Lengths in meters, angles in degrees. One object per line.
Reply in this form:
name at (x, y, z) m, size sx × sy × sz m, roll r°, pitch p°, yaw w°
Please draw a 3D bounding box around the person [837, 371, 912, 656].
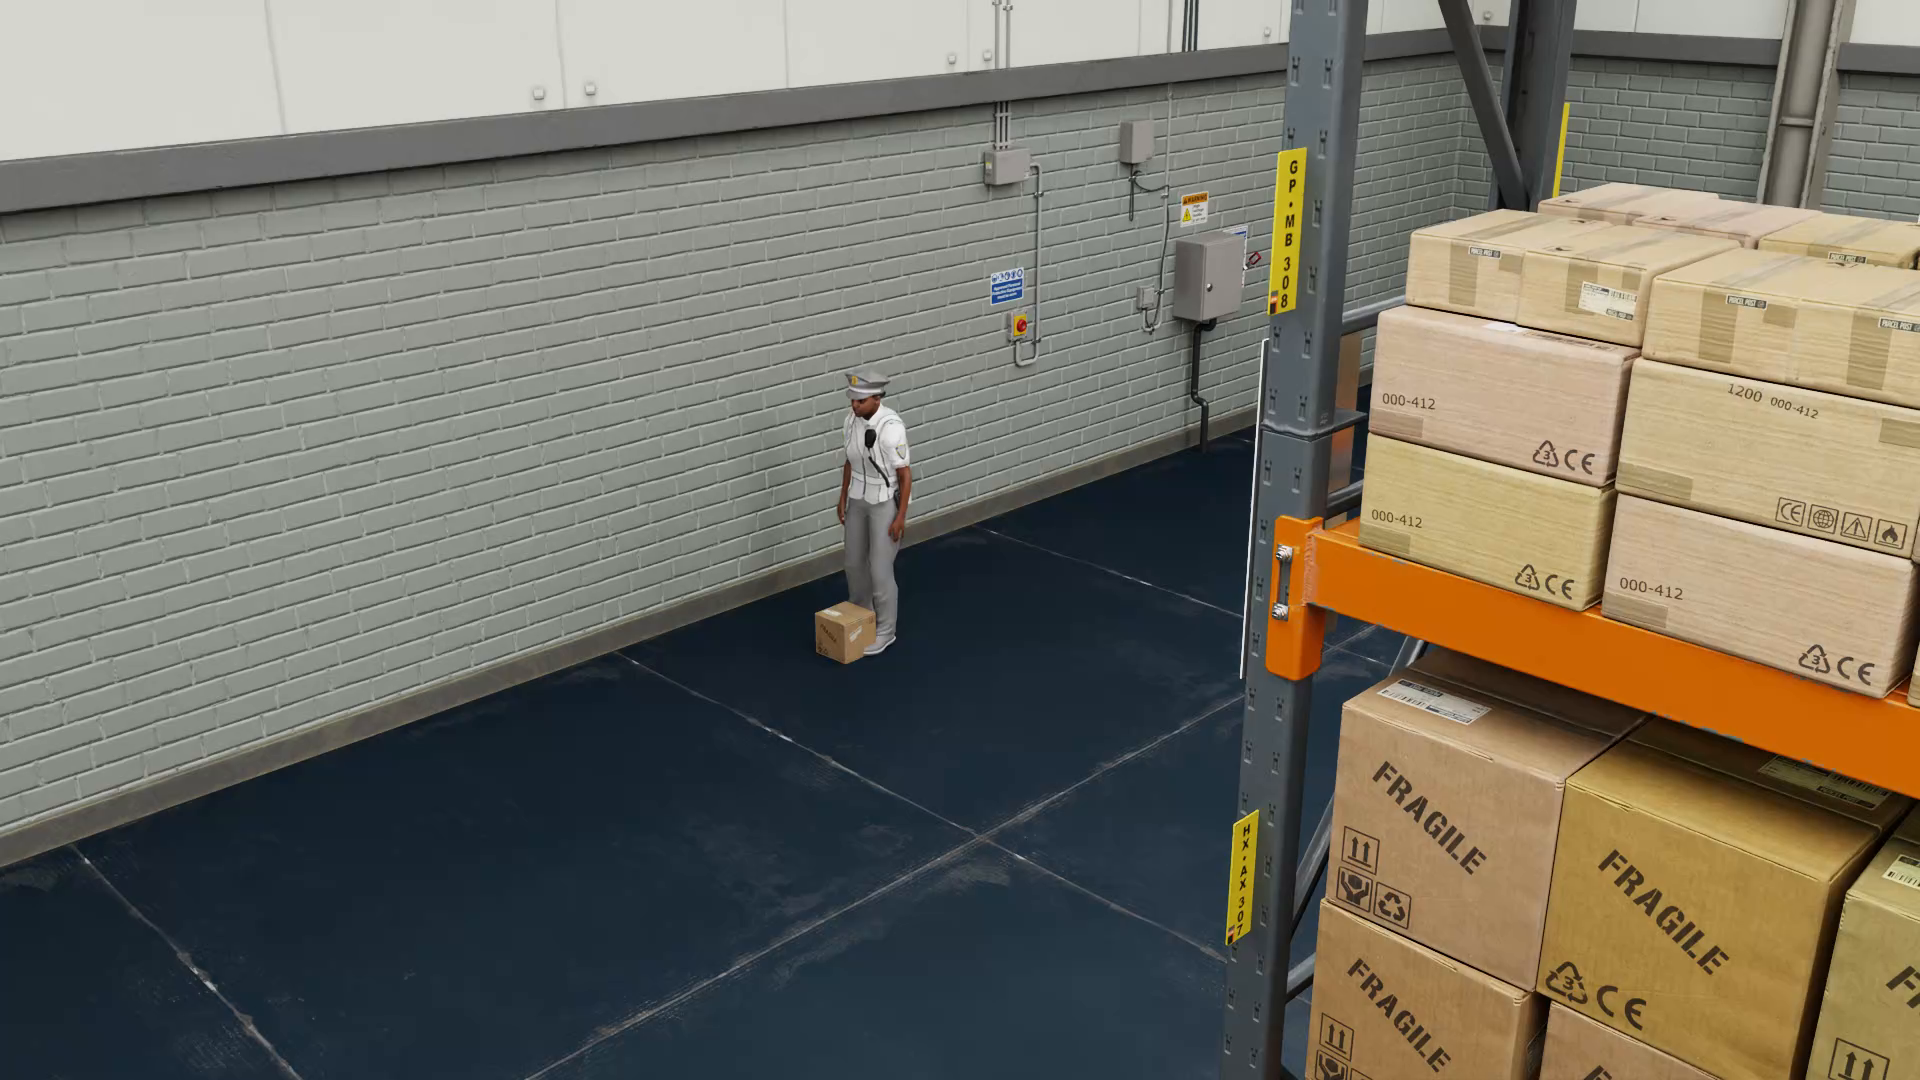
person at (-0.512, -0.181, 9.551) m, size 0.532 × 1.664 × 0.421 m, roll 17°, pitch 27°, yaw 38°
